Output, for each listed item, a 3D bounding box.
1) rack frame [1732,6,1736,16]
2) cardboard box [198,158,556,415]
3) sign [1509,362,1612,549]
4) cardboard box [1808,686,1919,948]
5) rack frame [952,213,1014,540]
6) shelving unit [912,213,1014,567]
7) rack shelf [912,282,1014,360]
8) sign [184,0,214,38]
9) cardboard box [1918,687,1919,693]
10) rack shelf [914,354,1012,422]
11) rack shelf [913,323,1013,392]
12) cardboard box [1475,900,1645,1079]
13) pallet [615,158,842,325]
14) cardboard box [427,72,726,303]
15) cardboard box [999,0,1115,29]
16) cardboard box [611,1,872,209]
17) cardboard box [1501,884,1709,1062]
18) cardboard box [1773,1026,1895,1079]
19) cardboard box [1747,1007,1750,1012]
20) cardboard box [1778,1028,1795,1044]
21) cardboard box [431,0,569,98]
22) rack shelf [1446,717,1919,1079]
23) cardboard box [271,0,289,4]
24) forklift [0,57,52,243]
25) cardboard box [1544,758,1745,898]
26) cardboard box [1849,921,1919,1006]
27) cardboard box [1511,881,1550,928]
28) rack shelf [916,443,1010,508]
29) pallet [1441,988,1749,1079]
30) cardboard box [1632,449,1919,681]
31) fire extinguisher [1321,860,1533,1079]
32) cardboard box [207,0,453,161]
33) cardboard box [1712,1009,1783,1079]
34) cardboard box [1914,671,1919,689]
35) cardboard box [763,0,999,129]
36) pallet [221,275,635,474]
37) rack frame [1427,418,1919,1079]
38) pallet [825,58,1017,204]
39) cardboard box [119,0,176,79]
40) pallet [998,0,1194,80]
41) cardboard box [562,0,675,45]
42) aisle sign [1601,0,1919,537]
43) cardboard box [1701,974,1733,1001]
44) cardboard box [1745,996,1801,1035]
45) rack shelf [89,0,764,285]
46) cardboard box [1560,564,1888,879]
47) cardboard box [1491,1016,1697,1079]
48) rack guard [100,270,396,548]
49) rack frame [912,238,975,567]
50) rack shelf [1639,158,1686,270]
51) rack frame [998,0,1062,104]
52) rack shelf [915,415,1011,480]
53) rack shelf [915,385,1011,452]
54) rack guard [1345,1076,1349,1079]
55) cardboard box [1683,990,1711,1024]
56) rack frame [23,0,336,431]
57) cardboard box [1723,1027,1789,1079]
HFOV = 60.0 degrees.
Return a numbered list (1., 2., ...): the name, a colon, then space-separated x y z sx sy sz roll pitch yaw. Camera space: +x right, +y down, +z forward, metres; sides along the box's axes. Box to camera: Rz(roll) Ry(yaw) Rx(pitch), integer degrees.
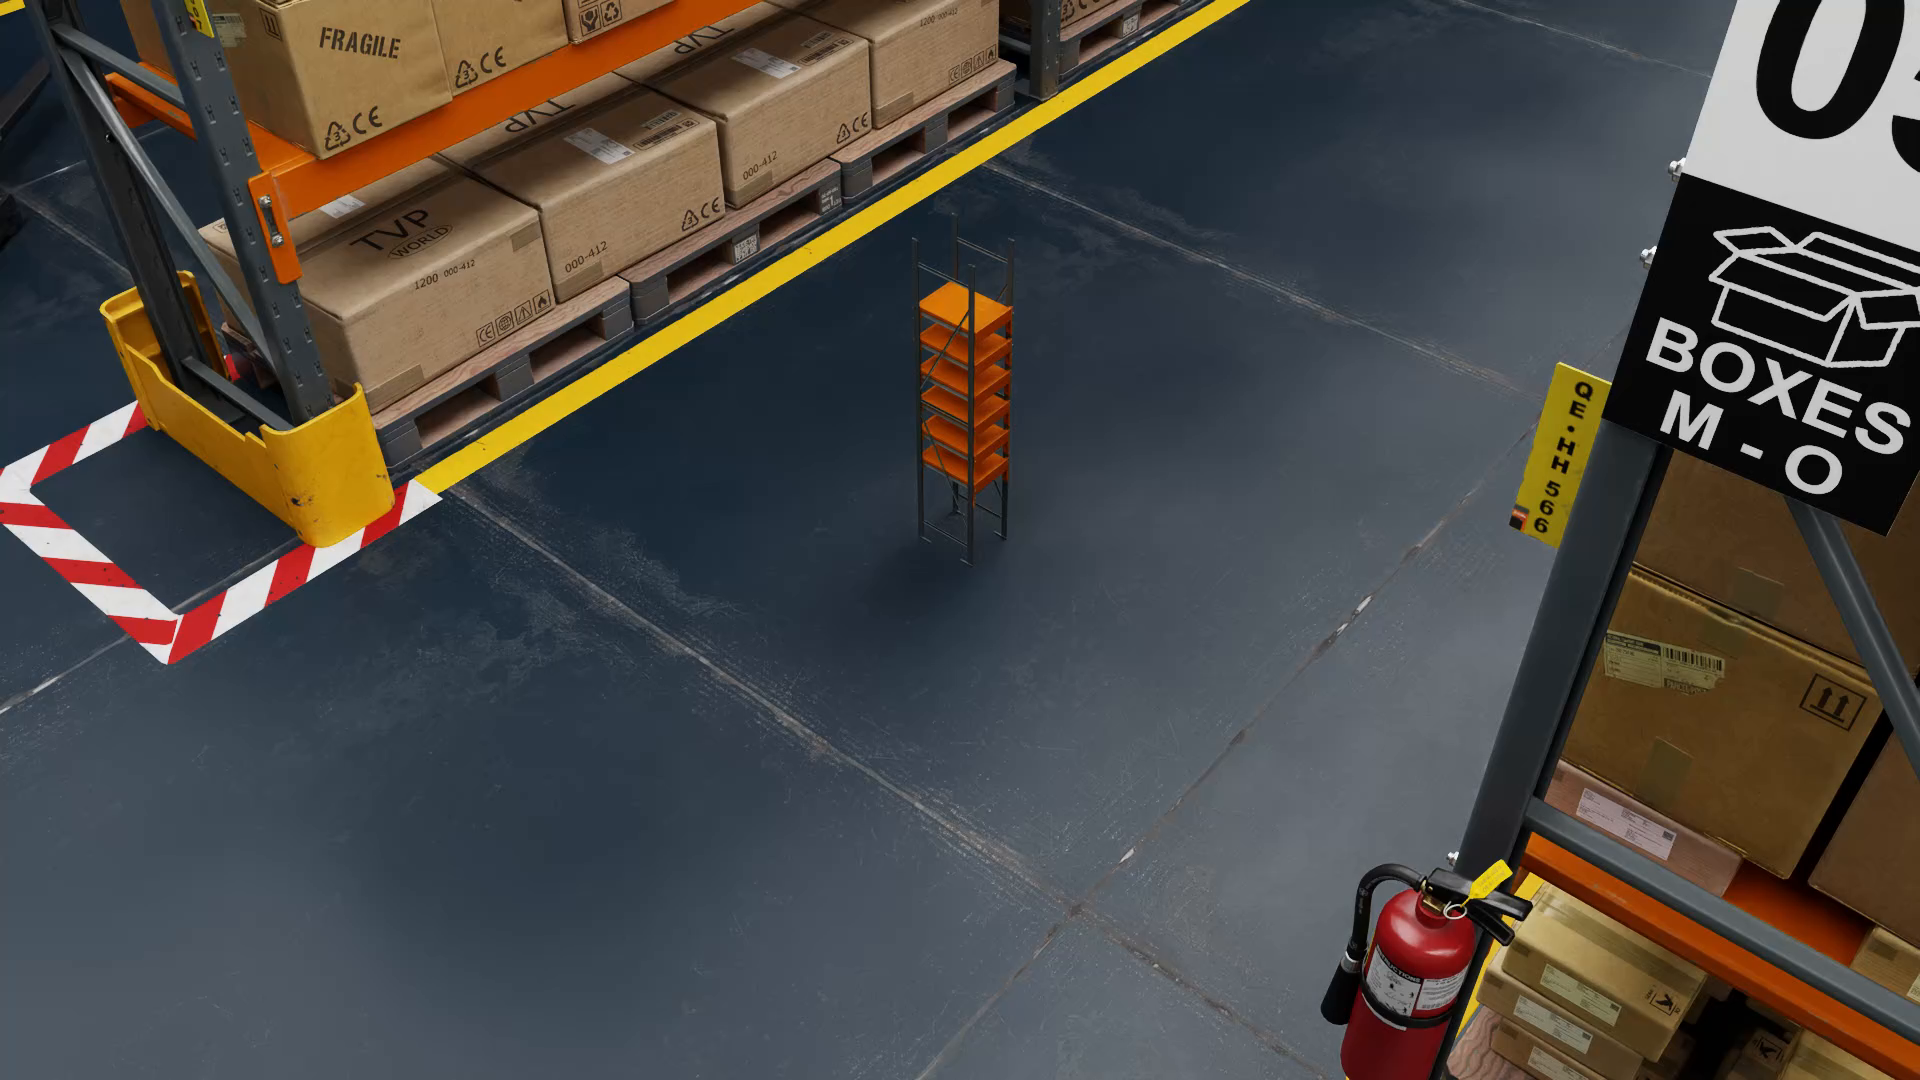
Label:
1. rack frame: 1.339 -1.546 0.762 1.000 3.000 0.127 29 50 28
2. cardboard box: -2.166 -1.008 6.222 0.875 0.438 0.875 28 49 27
3. sign: 0.927 -0.123 2.560 0.100 0.325 0.005 29 50 28
4. cardboard box: 1.840 0.415 2.769 0.500 0.500 0.500 32 51 30
5. rack frame: 0.068 -0.498 5.406 0.240 1.200 0.006 29 50 28
6. shelving unit: 0.009 -0.451 5.355 0.258 1.200 0.189 29 50 28
7. rack shelf: 0.009 -0.685 5.142 0.258 0.103 0.180 29 50 28
8. sign: -2.093 -1.524 4.494 0.100 0.325 0.005 29 50 28
9. cardboard box: 1.831 0.040 2.438 0.500 0.500 0.500 29 50 28
10. rack shelf: 0.009 -0.507 5.304 0.258 0.103 0.180 29 50 28
11. rack shelf: 0.009 -0.596 5.223 0.258 0.103 0.180 29 50 28
12. cardboard box: 1.461 1.067 3.932 0.380 0.149 0.250 28 49 27
13. pallet: -1.274 -1.457 7.196 1.003 0.211 1.213 29 50 28
14. cardboard box: -1.584 -1.483 6.744 0.875 0.438 0.875 31 51 29
15. cardboard box: 0.398 -3.201 8.308 0.875 0.875 0.875 31 51 30
16. cardboard box: -1.002 -1.947 7.254 0.875 0.438 0.875 28 49 27
17. cardboard box: 1.486 0.970 3.818 0.380 0.149 0.250 30 50 29
18. cardboard box: 1.937 1.230 3.532 0.380 0.149 0.250 27 49 27
19. cardboard box: 2.182 1.140 4.073 0.380 0.149 0.250 30 50 29
20. cardboard box: 2.092 1.187 3.800 0.380 0.149 0.250 29 50 28
21. cardboard box: -1.681 -1.850 5.481 0.500 0.500 0.500 29 50 28
22. rack shelf: 2.627 -0.090 4.154 1.077 0.370 4.000 29 50 28
23. cardboard box: -1.987 -1.949 4.846 0.500 0.500 0.500 28 49 28
24. forklift: -4.638 -2.226 6.019 1.130 2.935 3.031 0 42 0
25. cardboard box: 1.333 0.476 3.184 0.380 0.149 0.250 30 50 28
26. cardboard box: 1.799 0.741 2.892 0.380 0.149 0.250 29 50 28
27. cardboard box: 1.606 1.035 4.189 0.380 0.149 0.250 31 51 30
28. rack shelf: 0.009 -0.241 5.546 0.258 0.103 0.180 29 50 28
29. pallet: 1.938 1.263 4.204 1.003 0.211 1.213 29 50 28
30. cardboard box: 1.443 -0.187 2.687 0.500 0.500 0.500 28 49 28
31. fire extinguisher: 0.824 0.770 3.008 0.296 0.674 0.183 29 50 28
32. cardboard box: -1.986 -1.578 5.181 0.500 0.500 0.500 29 50 28
33. cardboard box: 2.027 1.271 3.929 0.380 0.149 0.250 29 50 28
34. cardboard box: 2.165 0.128 3.084 0.500 0.500 0.500 30 50 29
35. cardboard box: -0.426 -2.408 7.761 0.875 0.438 0.875 29 50 28
36. pallet: -2.060 -0.832 6.508 1.003 0.211 1.213 29 50 28
37. rack frame: 1.339 0.673 2.780 1.000 3.000 0.127 29 50 28
38. pallet: -0.489 -2.088 7.890 1.003 0.211 1.213 29 50 28
39. cardboard box: -2.407 -1.818 5.445 0.500 0.500 0.500 30 50 29
40. pallet: 0.499 -2.876 8.756 1.003 0.211 1.213 29 50 28
41. cardboard box: -1.340 -2.104 5.760 0.500 0.500 0.500 29 50 28
42. aisle sign: 1.063 -0.381 2.007 0.394 0.787 0.004 29 50 28
43. cardboard box: 1.692 0.866 3.933 0.380 0.149 0.250 30 50 29
44. cardboard box: 2.022 1.036 3.746 0.380 0.149 0.250 30 50 29
45. rack shelf: -1.227 -2.182 6.454 1.077 0.370 4.000 29 50 28
46. cardboard box: 1.432 0.183 3.023 0.500 0.500 0.500 31 50 29
47. cardboard box: 1.519 1.211 3.995 0.380 0.149 0.250 30 50 29
48. rack guard: -2.530 -0.481 5.907 1.175 0.500 0.348 29 50 28
49. rack frame: -0.050 -0.404 5.303 0.240 1.200 0.006 29 50 28
50. rack shelf: 2.627 -1.200 3.145 1.077 0.370 4.000 29 50 28
51. rack frame: 0.060 -3.477 7.345 1.000 3.000 0.127 29 50 28
52. rack shelf: 0.009 -0.330 5.465 0.258 0.103 0.180 29 50 28
53. rack shelf: 0.009 -0.419 5.384 0.258 0.103 0.180 29 50 28
54. rack guard: 1.388 1.559 3.664 1.175 0.500 0.348 29 50 28
55. cardboard box: 1.670 0.956 4.055 0.380 0.149 0.250 28 49 28
56. rack frame: -2.514 -1.418 5.080 1.000 3.000 0.127 29 50 28
57. cardboard box: 1.873 1.304 3.672 0.380 0.149 0.250 32 51 30
